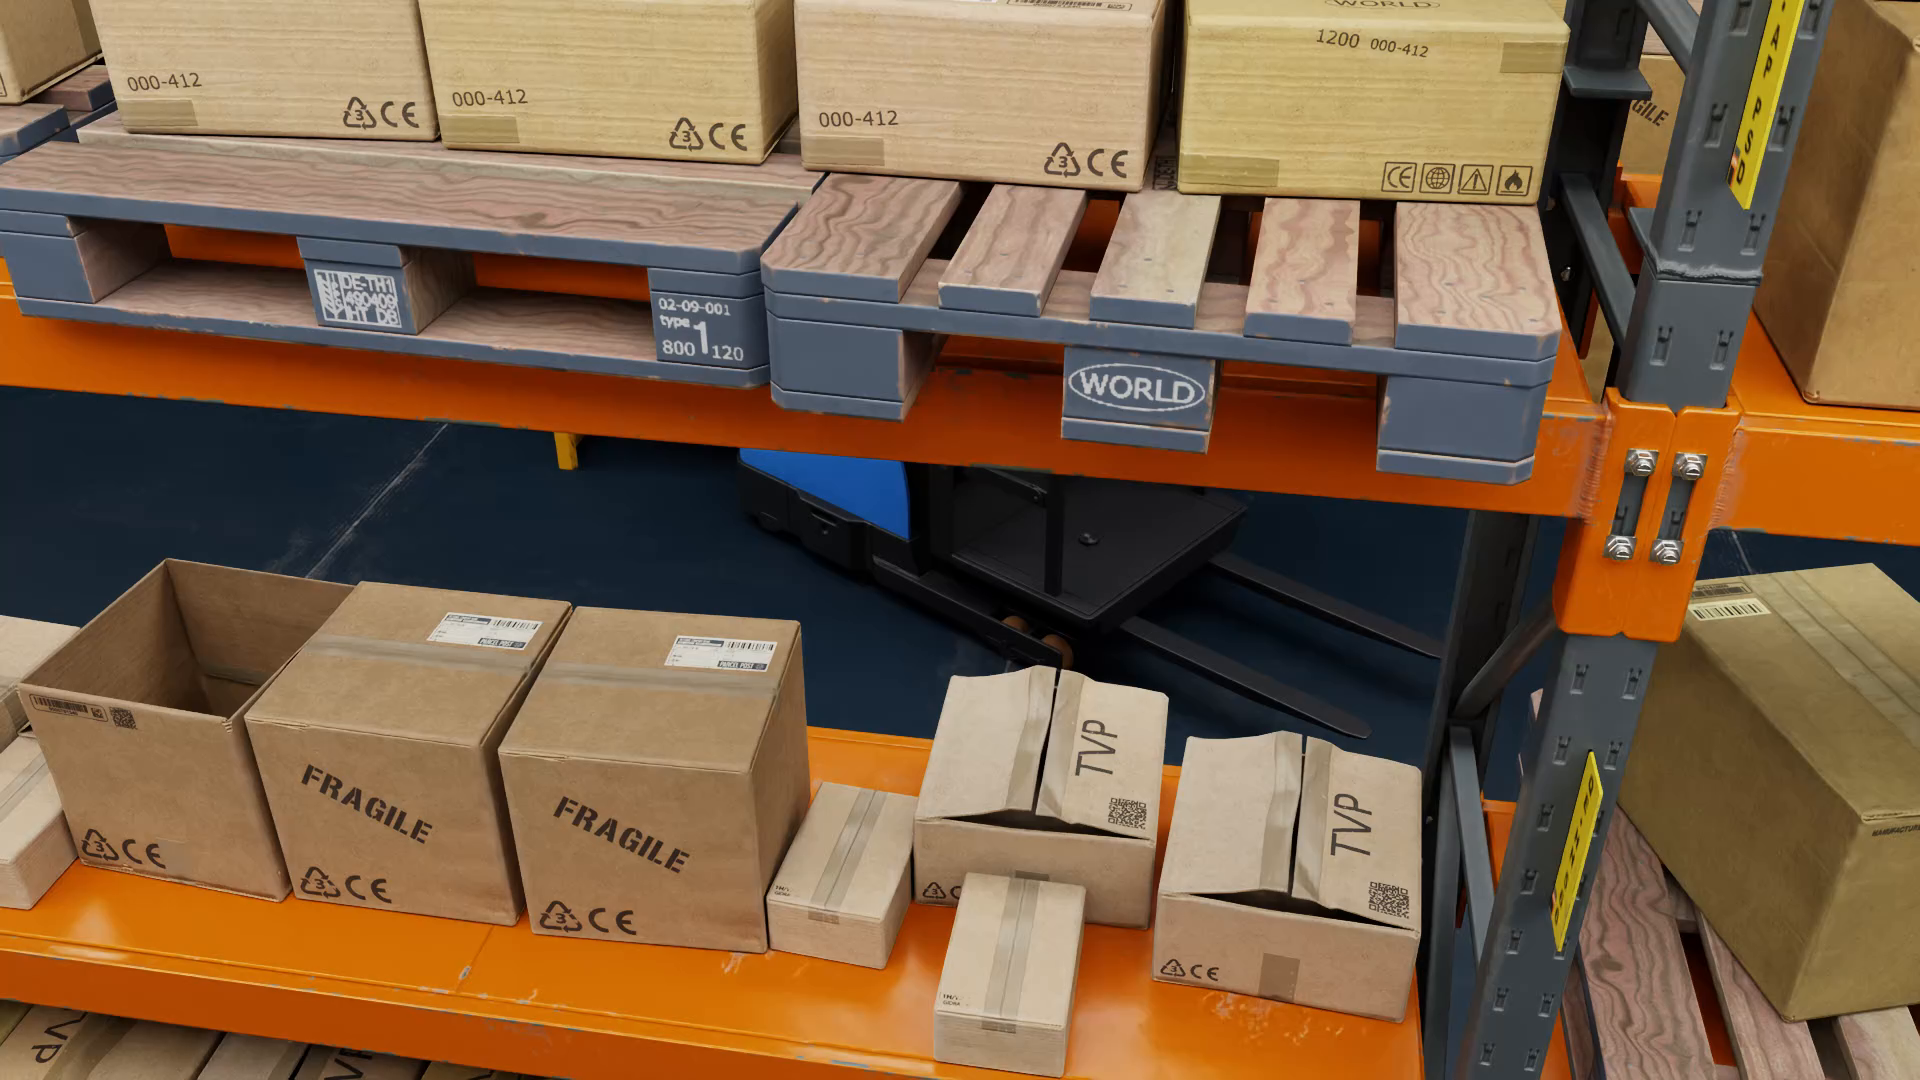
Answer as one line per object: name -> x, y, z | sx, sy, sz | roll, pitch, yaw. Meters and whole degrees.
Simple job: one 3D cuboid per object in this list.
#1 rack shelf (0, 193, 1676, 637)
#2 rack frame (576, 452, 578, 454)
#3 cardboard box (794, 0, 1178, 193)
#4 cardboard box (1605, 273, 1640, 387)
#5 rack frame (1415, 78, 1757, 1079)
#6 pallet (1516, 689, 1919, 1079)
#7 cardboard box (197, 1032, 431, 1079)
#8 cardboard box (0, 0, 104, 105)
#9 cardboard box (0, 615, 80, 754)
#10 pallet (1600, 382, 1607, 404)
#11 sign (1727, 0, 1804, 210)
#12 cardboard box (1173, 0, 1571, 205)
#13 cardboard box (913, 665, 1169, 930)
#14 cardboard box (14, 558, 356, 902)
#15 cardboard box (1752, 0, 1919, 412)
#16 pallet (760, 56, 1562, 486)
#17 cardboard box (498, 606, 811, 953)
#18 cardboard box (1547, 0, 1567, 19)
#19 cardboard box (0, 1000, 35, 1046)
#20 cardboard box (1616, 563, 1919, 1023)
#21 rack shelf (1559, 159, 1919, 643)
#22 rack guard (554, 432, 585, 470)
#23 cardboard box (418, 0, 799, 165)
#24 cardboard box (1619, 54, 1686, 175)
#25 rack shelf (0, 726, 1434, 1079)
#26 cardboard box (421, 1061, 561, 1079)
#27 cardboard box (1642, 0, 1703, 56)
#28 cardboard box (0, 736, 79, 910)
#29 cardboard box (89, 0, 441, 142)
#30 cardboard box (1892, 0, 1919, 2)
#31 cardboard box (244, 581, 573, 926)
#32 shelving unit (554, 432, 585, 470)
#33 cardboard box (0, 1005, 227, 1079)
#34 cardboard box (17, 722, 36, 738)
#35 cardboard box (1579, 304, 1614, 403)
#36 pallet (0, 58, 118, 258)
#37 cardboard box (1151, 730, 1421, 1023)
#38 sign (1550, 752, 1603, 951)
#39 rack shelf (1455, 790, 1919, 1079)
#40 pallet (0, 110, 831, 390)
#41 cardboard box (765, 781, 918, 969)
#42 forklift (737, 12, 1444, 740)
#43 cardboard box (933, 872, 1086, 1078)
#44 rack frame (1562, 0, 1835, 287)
rack shelf -> -0.935, -0.462, 3.012 | 4.000, 0.370, 1.077 | 5, 32, 8
rack frame -> -1.808, -1.120, 7.626 | 0.032, 1.500, 0.500 | 6, 32, 9
cardboard box -> 0.060, -0.751, 2.542 | 0.500, 0.250, 0.500 | 6, 33, 10
cardboard box -> 3.432, -0.959, 7.586 | 0.750, 0.750, 0.750 | 5, 32, 8
rack frame -> 1.037, 0.683, 3.332 | 0.127, 3.000, 1.000 | 5, 32, 8
pallet -> 1.717, 0.788, 3.345 | 1.003, 0.211, 1.213 | 5, 32, 8
cardboard box -> -1.538, 1.336, 3.956 | 0.500, 0.311, 0.500 | 4, 32, 7
cardboard box -> -1.758, -0.952, 2.863 | 0.500, 0.250, 0.500 | 2, 32, 3
cardboard box -> -2.413, 0.411, 3.908 | 0.500, 0.250, 0.500 | 7, 33, 11
pallet -> 2.631, -0.616, 8.036 | 1.213, 0.211, 1.003 | 5, 32, 8
sign -> 0.935, -0.552, 1.915 | 0.005, 0.325, 0.100 | 5, 32, 8
cardboard box -> 0.580, -0.714, 2.482 | 0.500, 0.250, 0.500 | 3, 32, 5
cardboard box -> 0.188, 0.540, 3.645 | 0.500, 0.311, 0.500 | 5, 32, 8
cardboard box -> -1.632, 0.408, 3.677 | 0.500, 0.500, 0.500 | 7, 33, 12
cardboard box -> 1.473, -0.610, 2.475 | 0.500, 0.500, 0.910 | 5, 32, 8
pallet -> 0.353, -0.522, 2.608 | 1.003, 0.211, 1.213 | 7, 33, 10
cardboard box -> -0.620, 0.499, 3.531 | 0.500, 0.500, 0.500 | 3, 32, 6
cardboard box -> 2.299, -2.225, 6.877 | 0.500, 0.250, 0.500 | 6, 33, 9
cardboard box -> -2.541, 1.243, 4.104 | 0.500, 0.311, 0.500 | 5, 32, 8
cardboard box -> 1.677, 0.460, 3.198 | 0.500, 0.500, 0.700 | -5, 32, -8
rack shelf -> 3.008, -0.105, 2.442 | 4.000, 0.370, 1.077 | 5, 32, 8
rack guard -> -1.789, -0.588, 7.954 | 0.087, 0.250, 0.587 | 6, 32, 9
cardboard box -> -0.502, -0.808, 2.633 | 0.500, 0.250, 0.500 | 5, 32, 7
cardboard box -> 2.817, -1.856, 6.995 | 0.500, 0.500, 0.500 | 6, 33, 10
rack shelf -> -0.935, 0.809, 3.808 | 4.000, 0.370, 1.077 | 5, 32, 8
cardboard box -> -1.025, 1.379, 3.886 | 0.500, 0.311, 0.500 | 6, 33, 10
cardboard box -> 2.801, -2.180, 6.806 | 0.500, 0.250, 0.500 | 5, 32, 8
cardboard box -> -2.067, 0.618, 3.672 | 0.250, 0.149, 0.380 | 5, 32, 8
cardboard box -> -1.032, -0.857, 2.711 | 0.500, 0.250, 0.500 | 3, 32, 4
cardboard box -> 1.466, -1.013, 2.177 | 0.500, 0.500, 0.500 | 5, 32, 8
cardboard box -> -1.139, 0.452, 3.606 | 0.500, 0.500, 0.500 | 5, 32, 8
shelving unit -> -1.299, -1.070, 7.546 | 1.083, 1.500, 0.587 | 6, 32, 9
cardboard box -> -2.048, 1.290, 4.029 | 0.500, 0.311, 0.500 | 5, 32, 8
cardboard box -> -2.008, 0.365, 3.966 | 0.258, 0.266, 0.396 | 4, 32, 7
cardboard box -> 2.569, -1.041, 7.716 | 0.750, 0.750, 0.750 | 5, 32, 8
pallet -> -2.034, -0.793, 3.042 | 1.217, 0.209, 0.805 | 4, 32, 6
cardboard box -> 0.686, 0.665, 3.444 | 0.500, 0.311, 0.500 | 7, 33, 11
sign -> 0.947, 0.483, 2.560 | 0.005, 0.325, 0.100 | 5, 32, 8
rack shelf -> 3.008, 1.166, 3.237 | 4.000, 0.370, 1.077 | 5, 32, 8
pallet -> -0.750, -0.621, 2.765 | 1.213, 0.211, 1.003 | 7, 33, 10
cardboard box -> -0.230, 0.705, 3.533 | 0.250, 0.149, 0.380 | 8, 33, 12
forklift -> 0.471, -1.026, 6.127 | 3.031, 2.935, 1.130 | 25, 40, 34
cardboard box -> 0.104, 0.854, 3.296 | 0.250, 0.149, 0.380 | 5, 32, 8
rack frame -> 1.037, -1.860, 1.740 | 0.127, 3.000, 1.000 | 5, 32, 8
